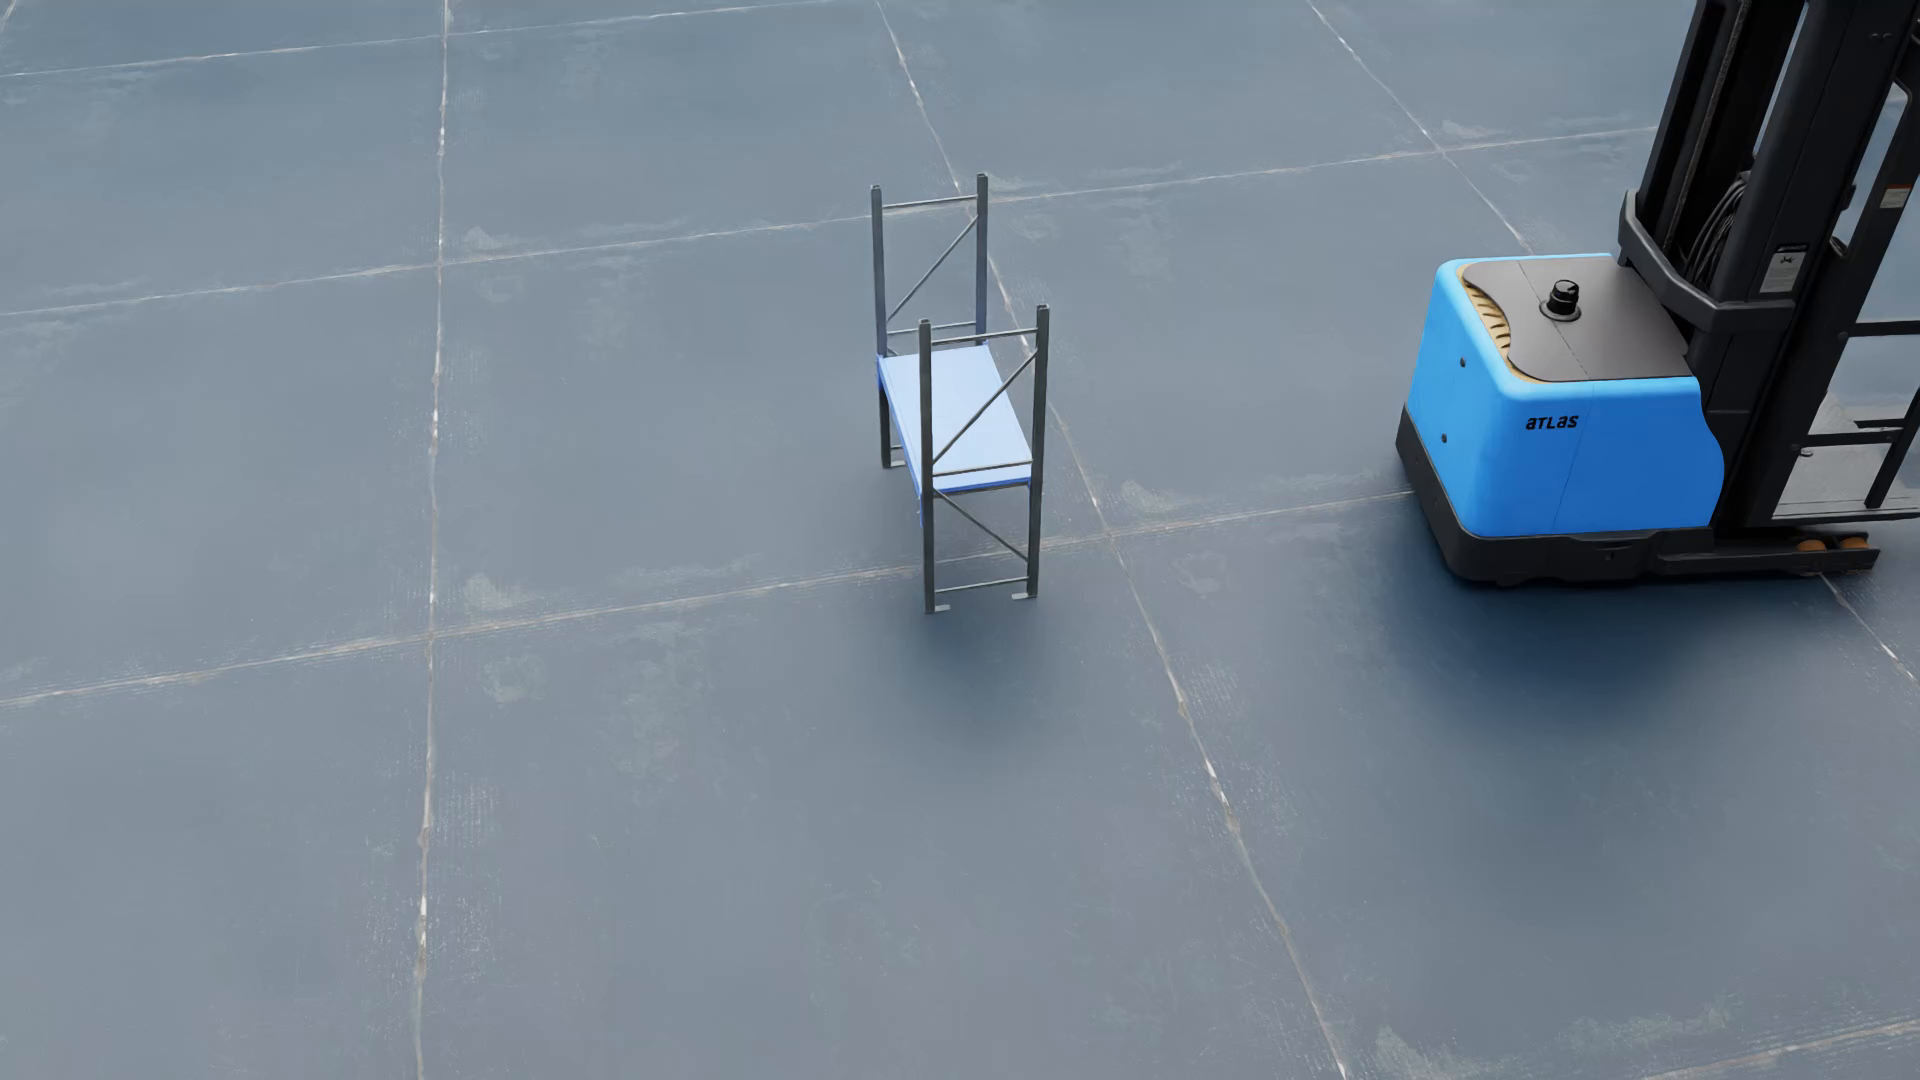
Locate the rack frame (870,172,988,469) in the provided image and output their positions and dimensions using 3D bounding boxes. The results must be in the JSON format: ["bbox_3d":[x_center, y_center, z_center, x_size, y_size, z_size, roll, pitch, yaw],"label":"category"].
[{"bbox_3d":[-0.128,-0.946,7.467,0.500,1.500,0.032,-8,42,-9],"label":"rack frame"}]

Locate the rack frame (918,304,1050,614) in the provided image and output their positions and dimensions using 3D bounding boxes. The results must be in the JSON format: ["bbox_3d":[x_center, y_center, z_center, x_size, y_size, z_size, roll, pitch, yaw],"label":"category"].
[{"bbox_3d":[0.091,-0.287,6.725,0.500,1.500,0.032,-8,42,-9],"label":"rack frame"}]

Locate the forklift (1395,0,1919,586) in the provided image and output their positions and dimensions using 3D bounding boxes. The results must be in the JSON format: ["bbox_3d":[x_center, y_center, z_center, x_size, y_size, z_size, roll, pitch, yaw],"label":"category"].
[{"bbox_3d":[3.619,-1.285,6.772,3.031,2.935,1.130,-3,42,-3],"label":"forklift"}]

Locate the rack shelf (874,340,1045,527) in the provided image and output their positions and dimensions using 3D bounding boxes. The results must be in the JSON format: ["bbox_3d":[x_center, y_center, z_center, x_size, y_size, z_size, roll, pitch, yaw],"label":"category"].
[{"bbox_3d":[-0.018,-0.482,7.216,0.538,0.185,1.000,-8,42,-9],"label":"rack shelf"}]

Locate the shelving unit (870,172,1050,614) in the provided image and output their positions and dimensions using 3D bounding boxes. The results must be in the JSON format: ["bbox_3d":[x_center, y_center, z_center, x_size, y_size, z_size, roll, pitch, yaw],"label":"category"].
[{"bbox_3d":[-0.018,-0.616,7.096,0.538,1.500,1.048,-8,42,-9],"label":"shelving unit"}]
